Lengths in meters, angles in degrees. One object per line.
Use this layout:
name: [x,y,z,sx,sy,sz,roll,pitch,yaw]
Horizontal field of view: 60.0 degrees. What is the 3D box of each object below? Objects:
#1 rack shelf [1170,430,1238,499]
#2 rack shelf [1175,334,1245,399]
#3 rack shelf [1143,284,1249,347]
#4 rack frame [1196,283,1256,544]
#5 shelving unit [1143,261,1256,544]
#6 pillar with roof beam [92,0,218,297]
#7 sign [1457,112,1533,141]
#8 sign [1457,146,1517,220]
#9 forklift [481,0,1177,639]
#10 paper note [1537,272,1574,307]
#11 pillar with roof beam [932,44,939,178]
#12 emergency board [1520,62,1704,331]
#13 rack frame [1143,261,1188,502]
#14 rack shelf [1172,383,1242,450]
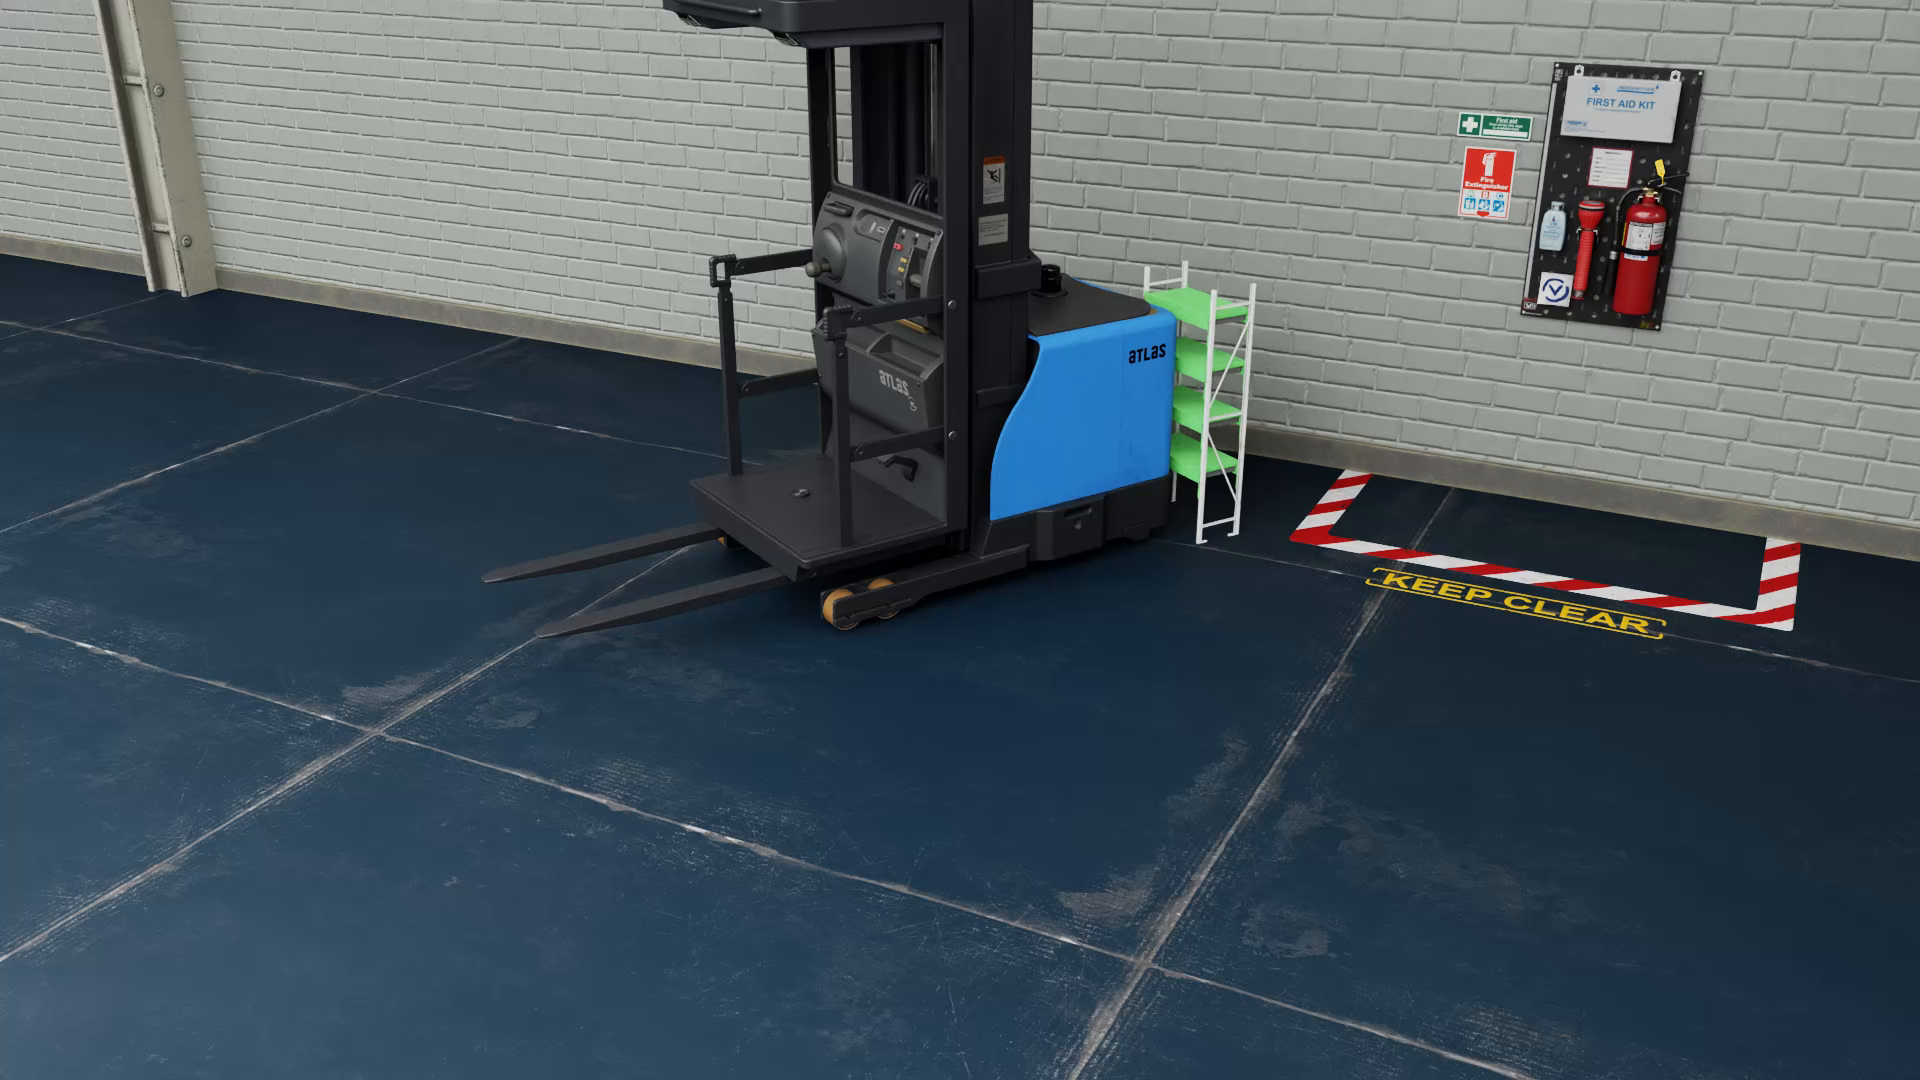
rack shelf: [1.078,-0.361,7.842,0.258,0.148,0.480,-13,26,-28]
rack shelf: [1.078,-0.802,7.654,0.258,0.148,0.480,-13,26,-28]
rack shelf: [1.078,-1.023,7.560,0.258,0.148,0.480,-13,26,-28]
rack frame: [1.202,-0.558,7.529,0.240,1.200,0.015,-13,26,-28]
shelving unit: [1.078,-0.640,7.723,0.258,1.200,0.503,-13,26,-28]
pillar with roof beam: [-7.542,-4.452,6.721,0.400,9.000,9.100,11,25,25]
sign: [2.475,-1.916,7.699,0.331,0.109,0.001,11,25,25]
sign: [2.475,-1.676,7.812,0.234,0.329,0.001,11,25,25]
forklift: [-0.524,-1.212,6.854,3.031,2.935,1.130,-15,27,-31]
paper note: [2.795,-1.176,7.808,0.142,0.148,0.016,11,25,25]
pillar with roof beam: [-2.187,-3.393,4.229,0.400,9.000,9.100,11,25,25]
emergency board: [2.922,-1.526,7.505,0.643,1.169,0.194,11,25,25]
rack frame: [0.954,-0.723,7.916,0.240,1.200,0.015,-13,26,-28]
rack shelf: [1.078,-0.582,7.748,0.258,0.148,0.480,-13,26,-28]
